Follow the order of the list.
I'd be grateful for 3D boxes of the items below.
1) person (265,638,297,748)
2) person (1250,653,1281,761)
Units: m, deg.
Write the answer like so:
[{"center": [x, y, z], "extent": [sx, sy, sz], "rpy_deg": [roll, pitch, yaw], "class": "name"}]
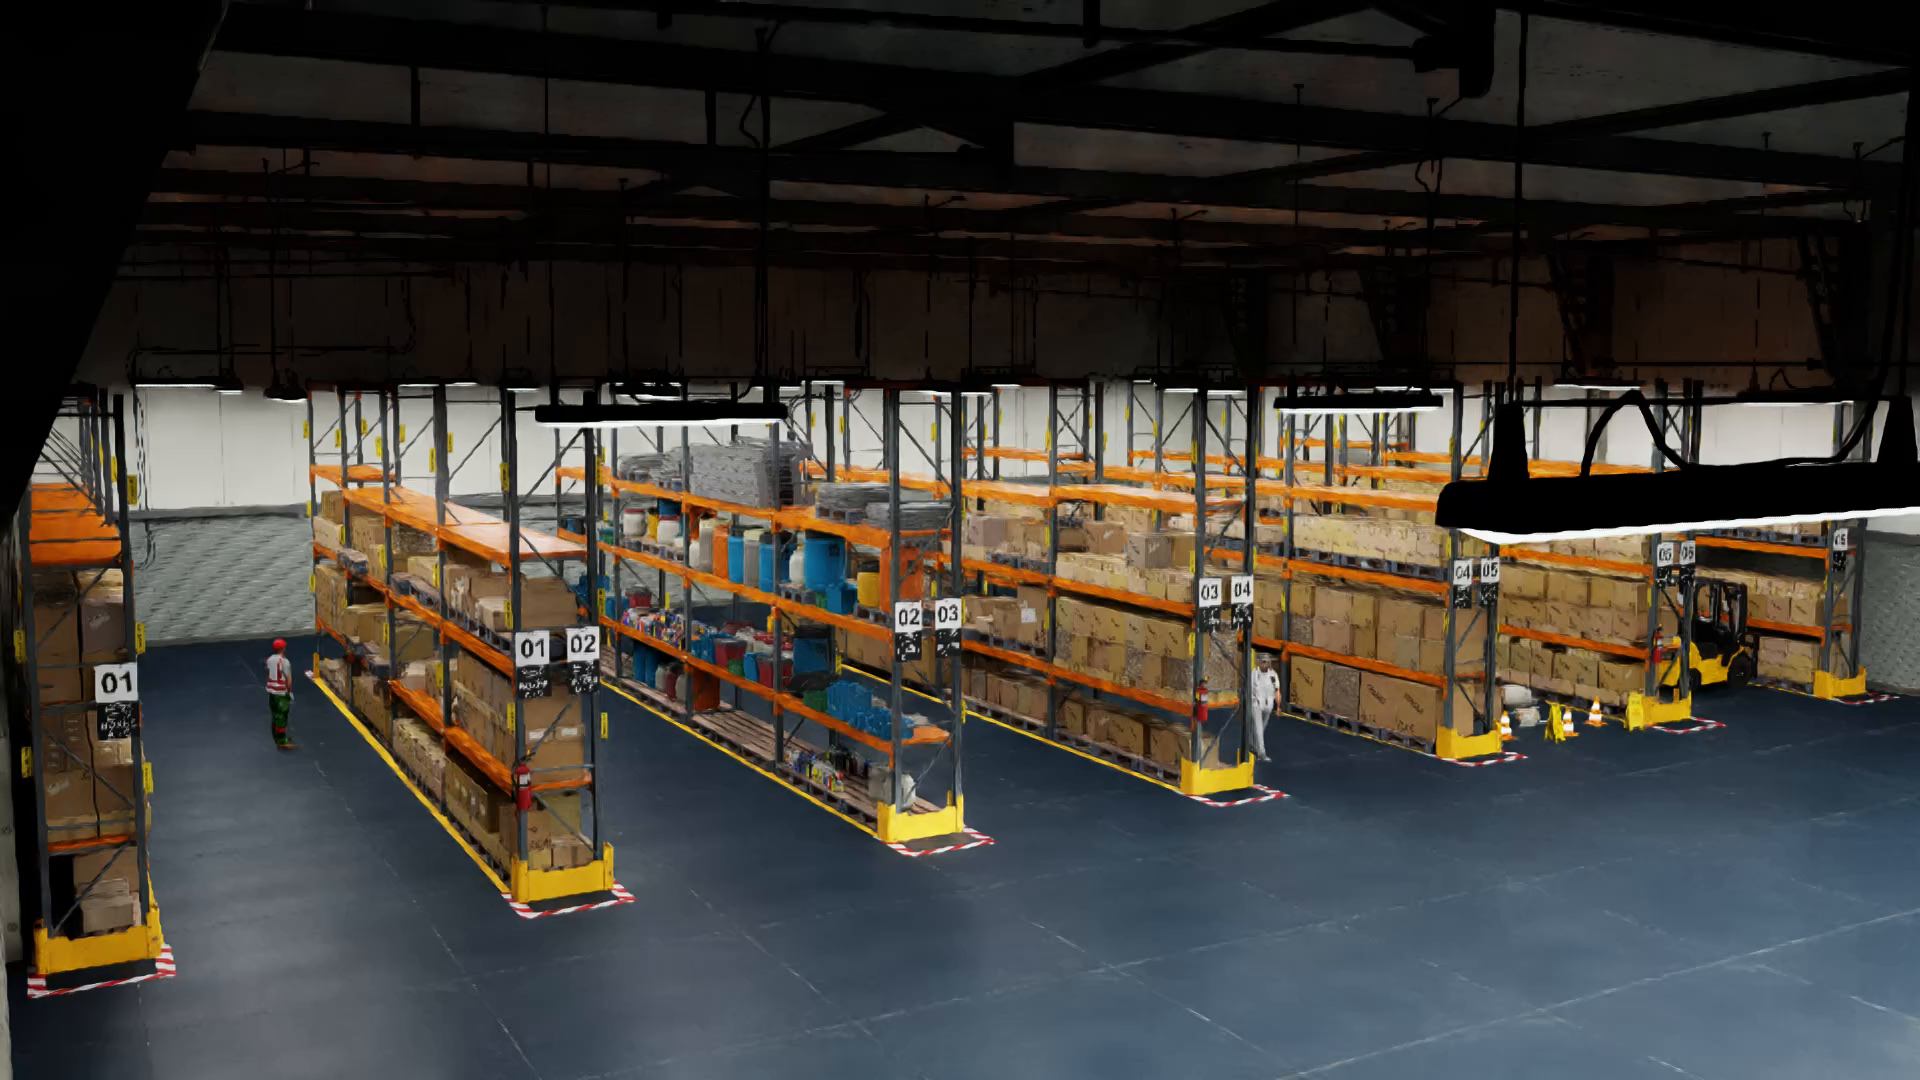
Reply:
[{"center": [-11.180, 2.506, 27.433], "extent": [0.629, 1.794, 0.466], "rpy_deg": [4, 7, 31], "class": "person"}, {"center": [4.854, 2.640, 26.650], "extent": [0.532, 1.696, 1.040], "rpy_deg": [-2, 6, -20], "class": "person"}]
